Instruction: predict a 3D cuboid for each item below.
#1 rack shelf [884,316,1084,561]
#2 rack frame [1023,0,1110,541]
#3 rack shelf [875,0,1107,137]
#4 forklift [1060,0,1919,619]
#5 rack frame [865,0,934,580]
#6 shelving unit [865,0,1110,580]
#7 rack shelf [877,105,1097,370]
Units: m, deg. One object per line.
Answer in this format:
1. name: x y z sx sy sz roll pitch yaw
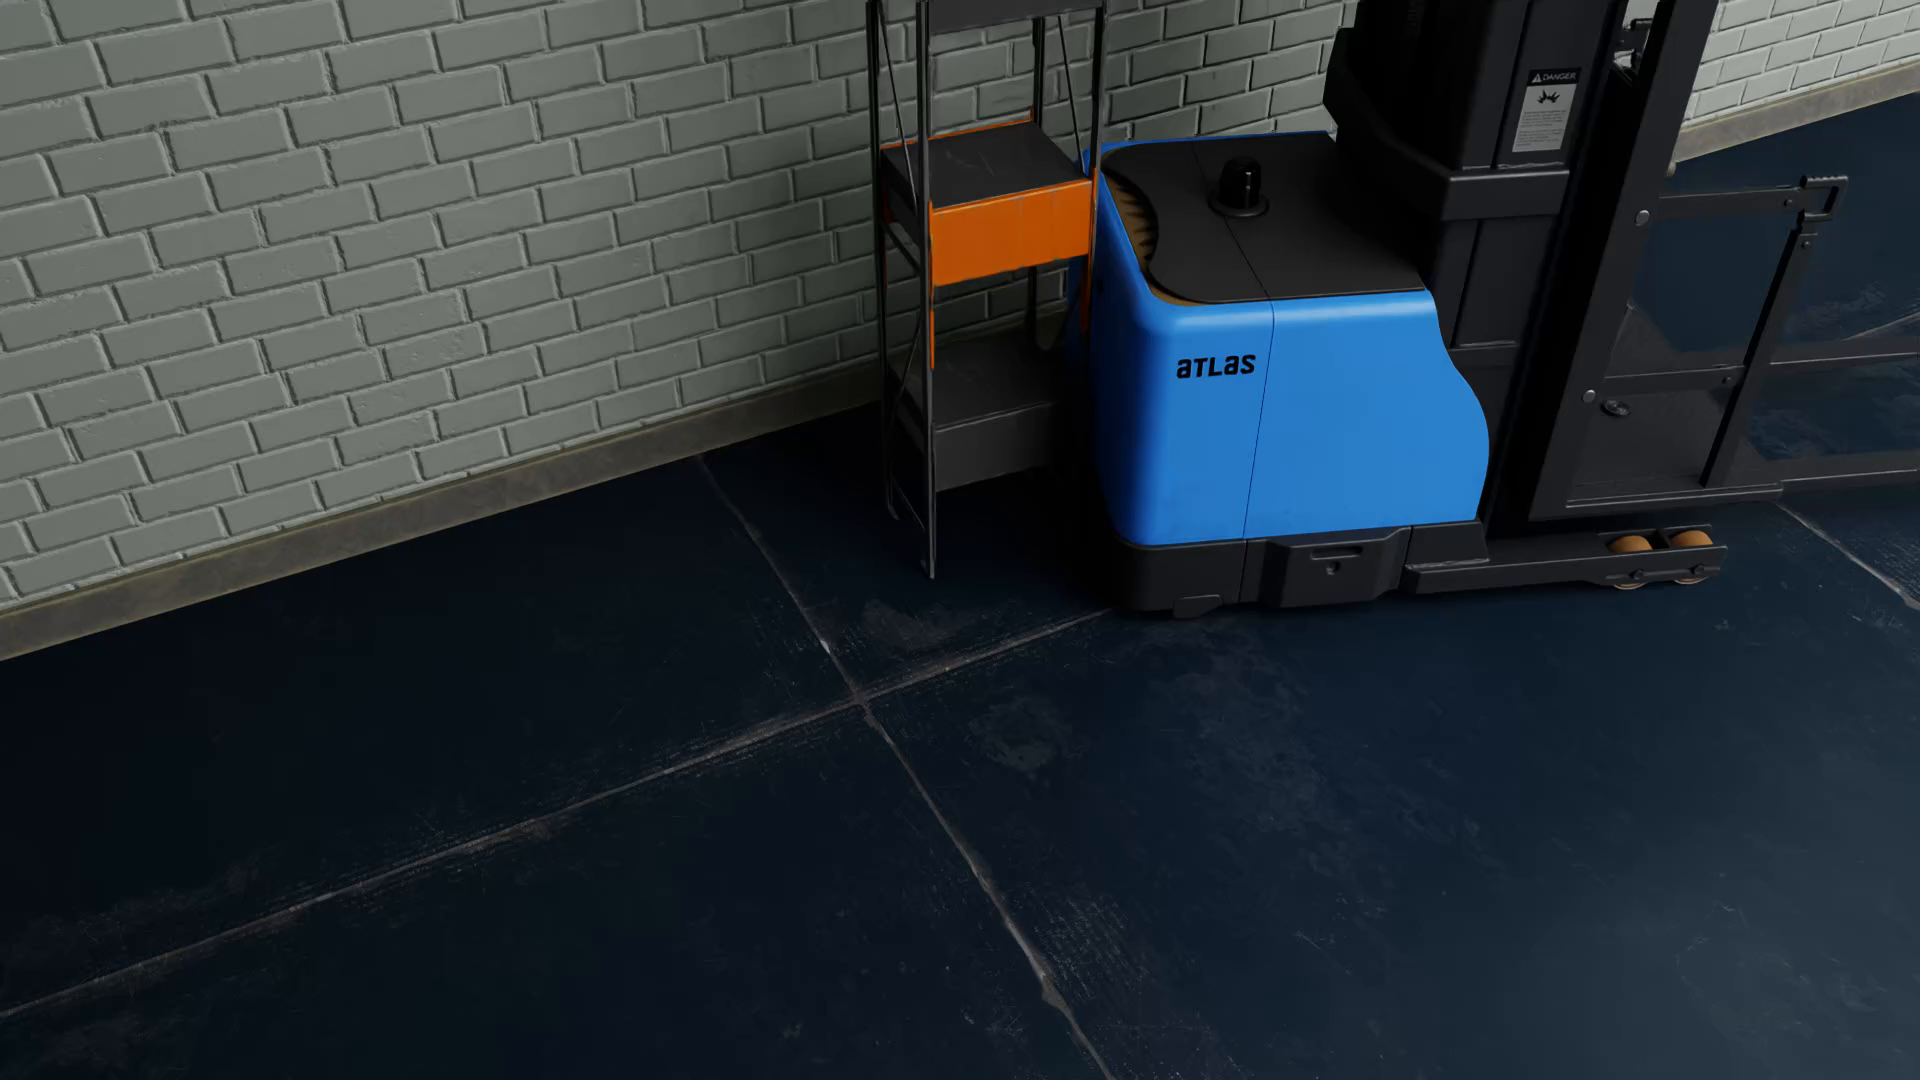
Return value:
1. rack shelf: 0.064 -0.315 5.102 0.480 0.518 0.431 -15 42 -17
2. rack frame: 0.289 -0.920 4.712 0.015 2.100 0.400 -15 42 -17
3. rack shelf: 0.064 -1.384 4.197 0.480 0.518 0.431 -15 42 -17
4. forklift: 1.884 -1.304 4.521 3.031 2.935 1.130 -5 40 -5
5. rack frame: -0.162 -0.800 4.569 0.015 2.100 0.400 -15 42 -17
6. shelving unit: 0.064 -0.860 4.641 0.503 2.100 0.431 -15 42 -17
7. rack shelf: 0.064 -0.849 4.649 0.480 0.518 0.431 -15 42 -17
